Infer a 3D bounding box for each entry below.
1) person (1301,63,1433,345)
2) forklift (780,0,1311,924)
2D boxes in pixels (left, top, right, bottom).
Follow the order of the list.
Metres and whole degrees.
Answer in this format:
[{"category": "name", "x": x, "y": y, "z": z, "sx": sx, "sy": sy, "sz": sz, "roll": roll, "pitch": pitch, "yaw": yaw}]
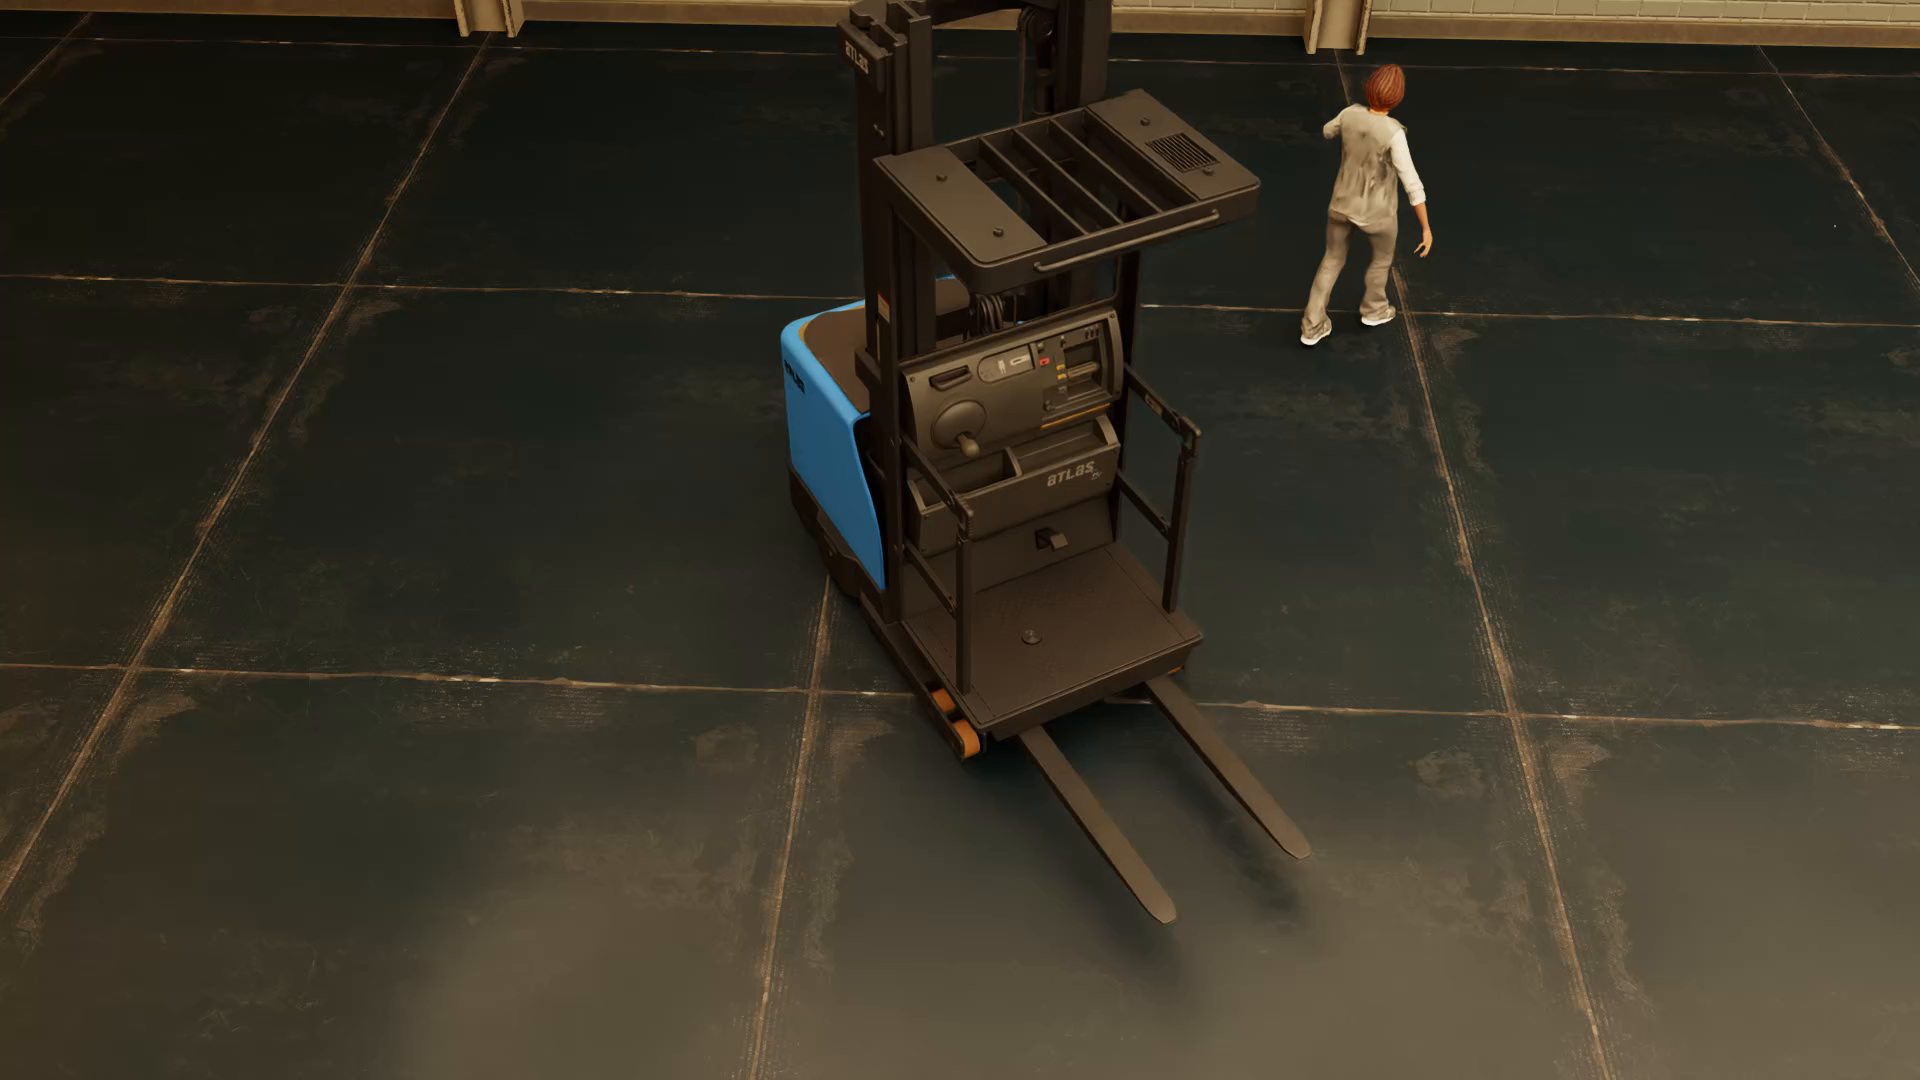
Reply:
[{"category": "person", "x": 2.160, "y": -1.729, "z": 8.673, "sx": 0.834, "sy": 1.569, "sz": 0.681, "roll": 31, "pitch": 51, "yaw": 29}, {"category": "forklift", "x": 0.324, "y": -0.525, "z": 6.317, "sx": 1.130, "sy": 2.935, "sz": 3.031, "roll": -20, "pitch": 46, "yaw": -20}]
